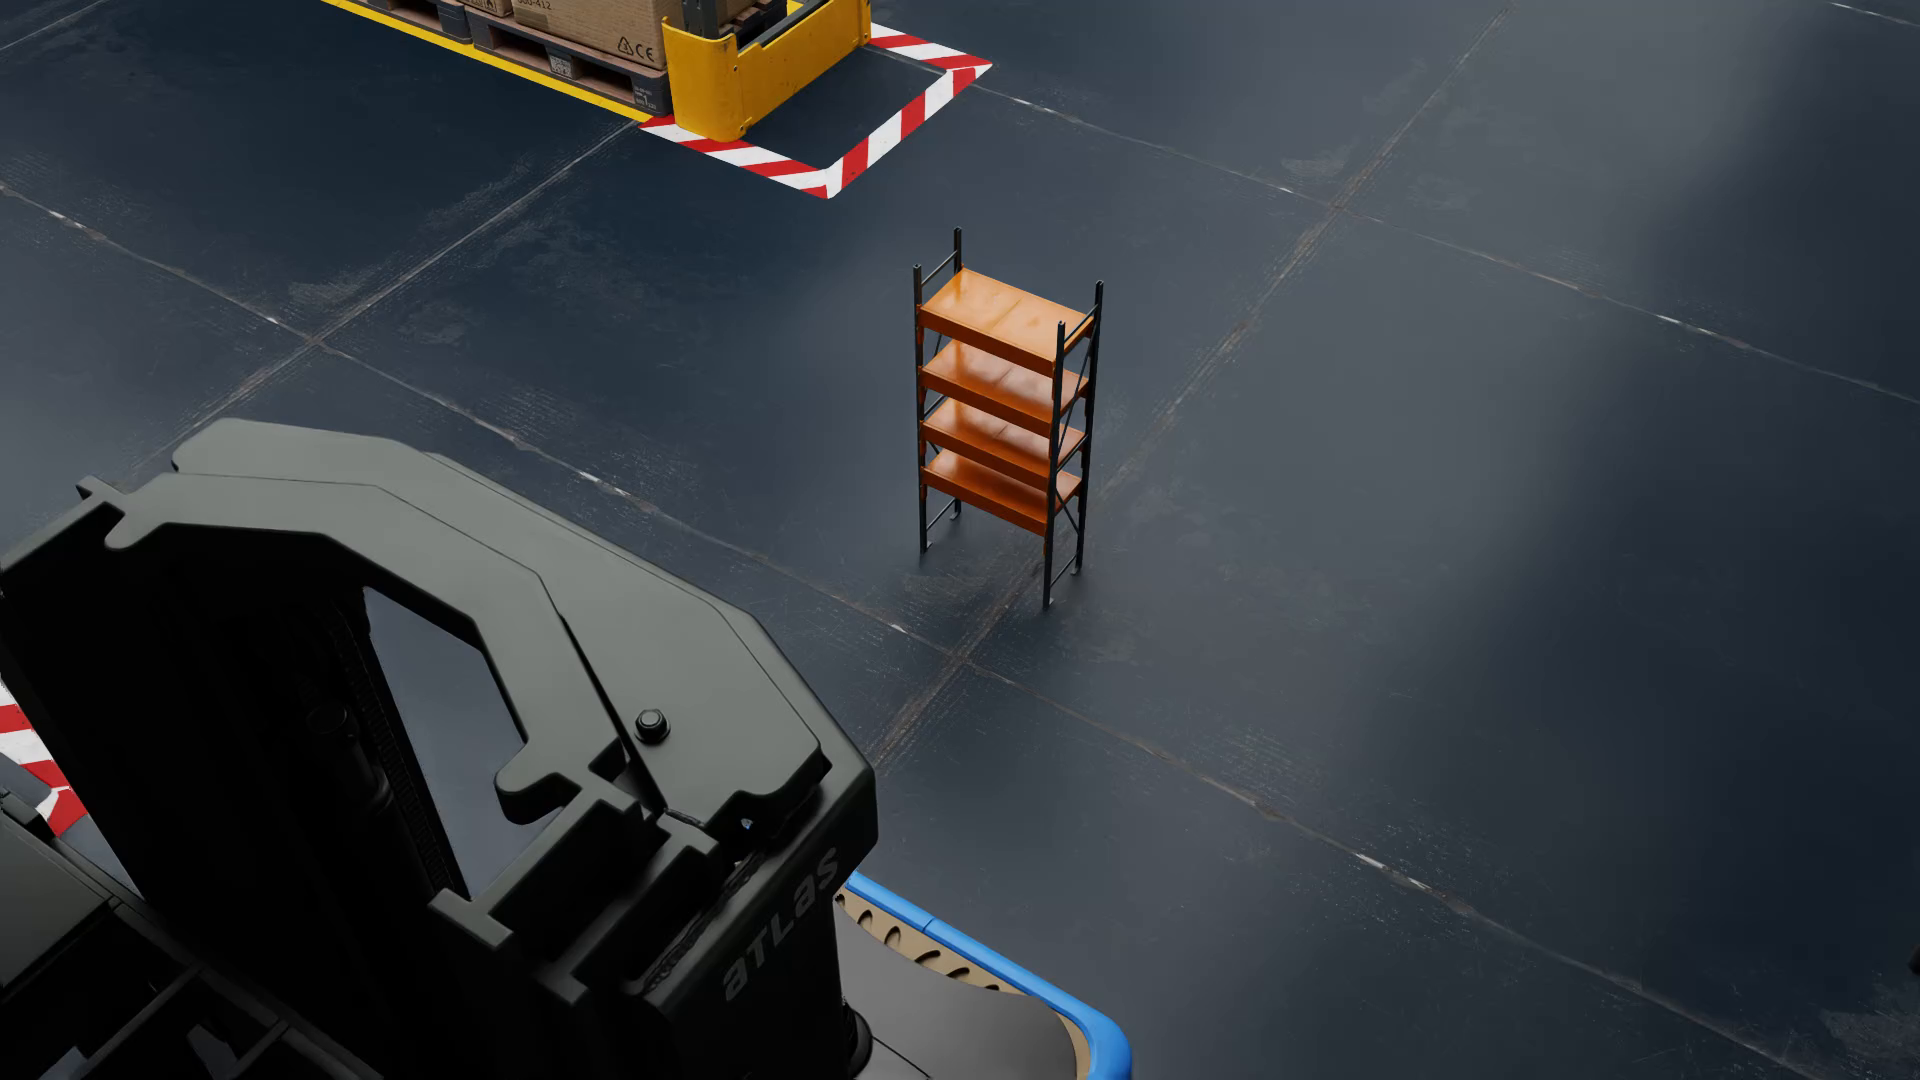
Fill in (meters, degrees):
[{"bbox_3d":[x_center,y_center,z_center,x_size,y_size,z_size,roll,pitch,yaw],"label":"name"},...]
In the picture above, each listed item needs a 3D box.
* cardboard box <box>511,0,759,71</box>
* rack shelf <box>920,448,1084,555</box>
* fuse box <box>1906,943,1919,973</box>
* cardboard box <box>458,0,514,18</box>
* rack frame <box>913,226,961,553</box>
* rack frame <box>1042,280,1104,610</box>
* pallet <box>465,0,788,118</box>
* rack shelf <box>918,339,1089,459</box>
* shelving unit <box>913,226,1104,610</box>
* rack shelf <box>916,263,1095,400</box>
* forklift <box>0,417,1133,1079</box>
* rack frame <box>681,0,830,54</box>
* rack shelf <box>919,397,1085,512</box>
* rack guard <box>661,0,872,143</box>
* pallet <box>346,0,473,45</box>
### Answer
[{"bbox_3d":[-1.497,-2.692,7.768,0.875,0.438,0.875,23,50,21],"label":"cardboard box"},{"bbox_3d":[0.139,-0.169,5.448,0.480,0.148,0.258,25,51,22],"label":"rack shelf"},{"bbox_3d":[2.615,0.586,3.987,0.414,1.711,0.539,25,51,22],"label":"fuse box"},{"bbox_3d":[-2.272,-3.041,8.108,0.875,0.438,0.875,26,51,23],"label":"cardboard box"},{"bbox_3d":[-0.066,-0.449,5.349,0.015,1.200,0.240,25,51,22],"label":"rack frame"},{"bbox_3d":[0.345,-0.260,5.166,0.015,1.200,0.240,25,51,22],"label":"rack frame"},{"bbox_3d":[-1.603,-2.534,8.065,1.213,0.211,1.003,25,51,22],"label":"pallet"},{"bbox_3d":[0.139,-0.463,5.145,0.480,0.148,0.258,25,51,22],"label":"rack shelf"},{"bbox_3d":[0.139,-0.354,5.257,0.503,1.200,0.258,25,51,22],"label":"shelving unit"},{"bbox_3d":[0.139,-0.628,4.976,0.480,0.148,0.258,25,51,22],"label":"rack shelf"},{"bbox_3d":[-0.869,1.405,2.341,1.130,2.935,3.031,25,51,22],"label":"forklift"},{"bbox_3d":[-0.888,-3.244,6.810,0.127,3.000,1.000,25,51,22],"label":"rack frame"},{"bbox_3d":[0.139,-0.307,5.306,0.480,0.148,0.258,25,51,22],"label":"rack shelf"},{"bbox_3d":[-0.867,-2.363,7.698,0.348,0.500,1.175,25,51,22],"label":"rack guard"},{"bbox_3d":[-2.626,-3.007,8.525,1.213,0.211,1.003,25,51,22],"label":"pallet"}]
